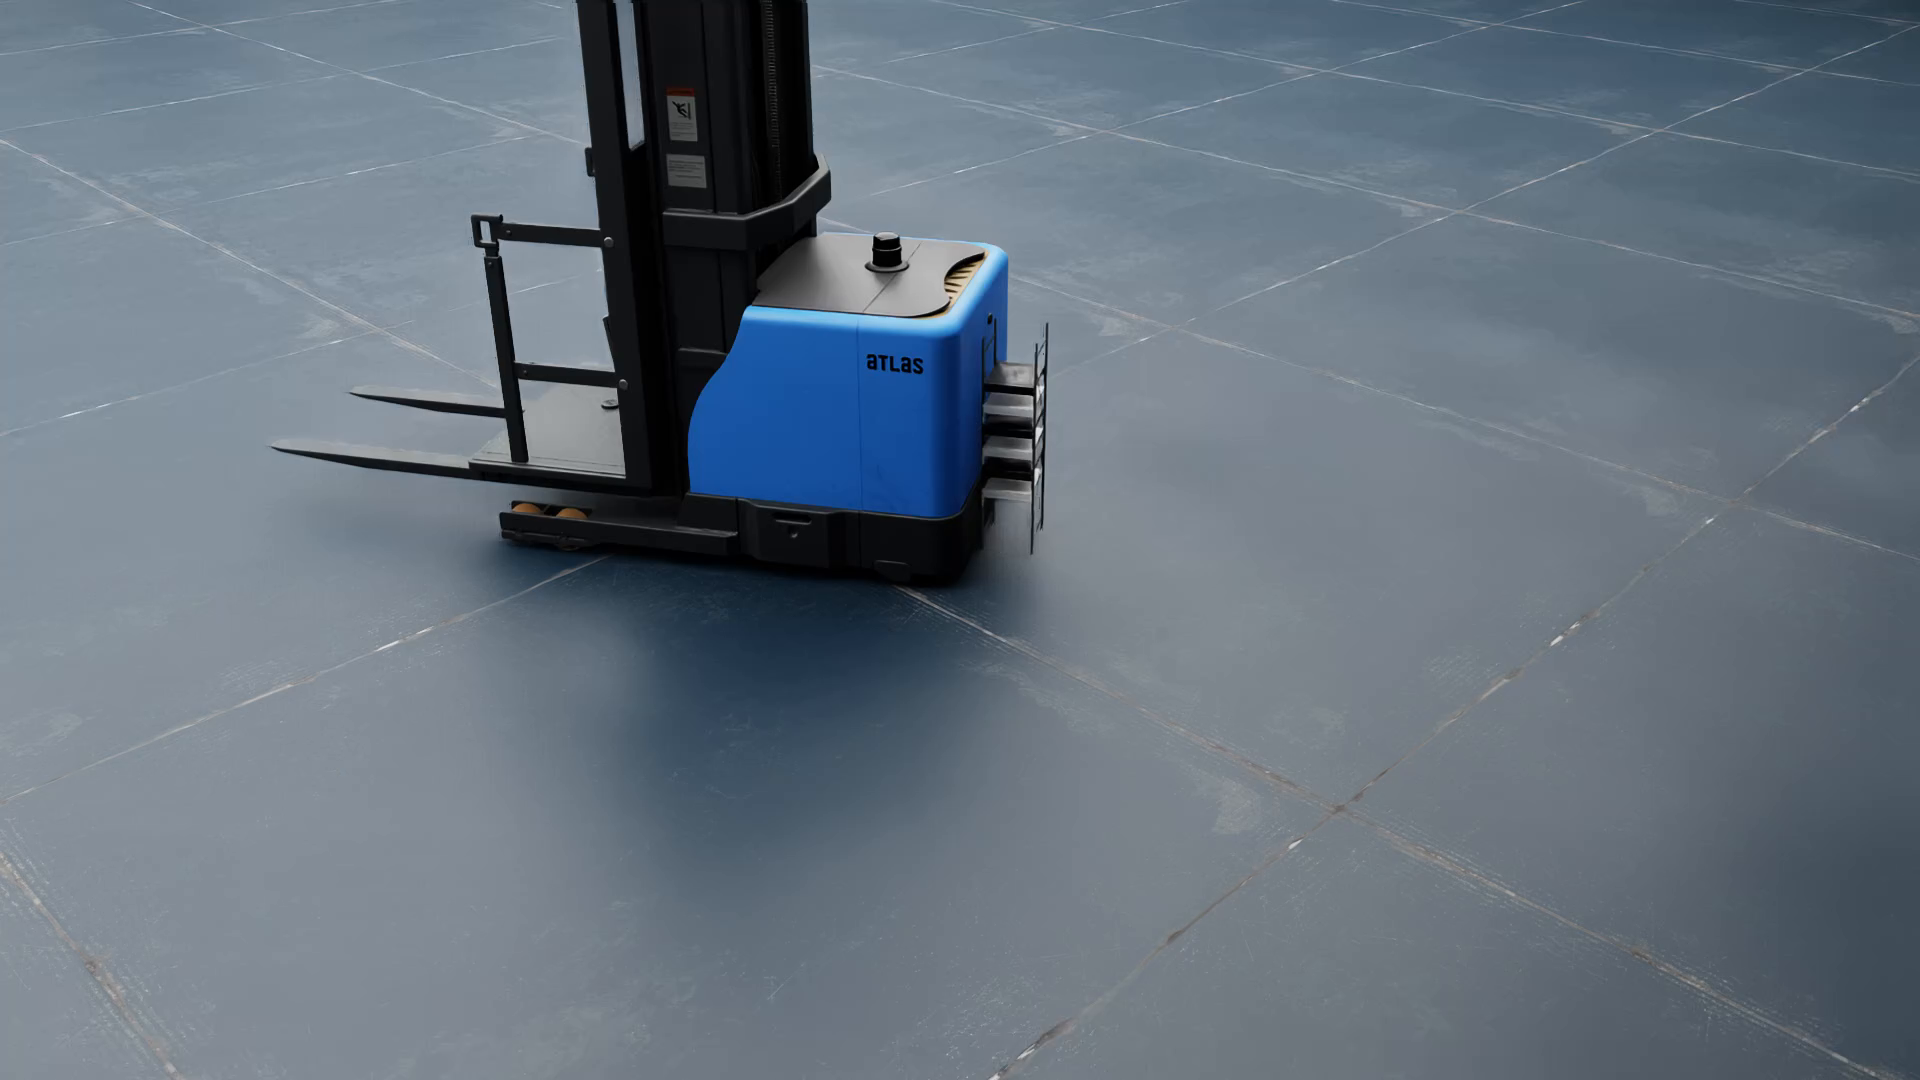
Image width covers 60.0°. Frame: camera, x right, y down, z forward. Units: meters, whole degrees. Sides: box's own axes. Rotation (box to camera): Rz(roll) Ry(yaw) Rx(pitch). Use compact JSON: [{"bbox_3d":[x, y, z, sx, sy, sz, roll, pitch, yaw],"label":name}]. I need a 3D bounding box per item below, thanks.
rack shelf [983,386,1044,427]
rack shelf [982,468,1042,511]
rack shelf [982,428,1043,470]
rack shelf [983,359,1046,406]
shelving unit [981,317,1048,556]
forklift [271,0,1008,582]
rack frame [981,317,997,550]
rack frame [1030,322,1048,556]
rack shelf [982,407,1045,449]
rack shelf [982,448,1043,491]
[{"bbox_3d":[0.212,-0.532,6.479,0.200,0.077,0.258,6,28,12],"label":"rack shelf"},{"bbox_3d":[0.212,-0.213,6.646,0.200,0.077,0.258,6,28,12],"label":"rack shelf"},{"bbox_3d":[0.212,-0.372,6.562,0.200,0.077,0.258,6,28,12],"label":"rack shelf"},{"bbox_3d":[0.212,-0.611,6.437,0.200,0.077,0.258,6,28,12],"label":"rack shelf"},{"bbox_3d":[0.212,-0.402,6.547,0.210,0.900,0.258,6,28,12],"label":"shelving unit"},{"bbox_3d":[-1.365,-1.485,6.425,3.031,2.935,1.130,6,28,12],"label":"forklift"},{"bbox_3d":[0.113,-0.412,6.567,0.006,0.900,0.240,6,28,12],"label":"rack frame"},{"bbox_3d":[0.311,-0.391,6.526,0.006,0.900,0.240,6,28,12],"label":"rack frame"},{"bbox_3d":[0.212,-0.452,6.521,0.200,0.077,0.258,6,28,12],"label":"rack shelf"},{"bbox_3d":[0.212,-0.293,6.604,0.200,0.077,0.258,6,28,12],"label":"rack shelf"}]
